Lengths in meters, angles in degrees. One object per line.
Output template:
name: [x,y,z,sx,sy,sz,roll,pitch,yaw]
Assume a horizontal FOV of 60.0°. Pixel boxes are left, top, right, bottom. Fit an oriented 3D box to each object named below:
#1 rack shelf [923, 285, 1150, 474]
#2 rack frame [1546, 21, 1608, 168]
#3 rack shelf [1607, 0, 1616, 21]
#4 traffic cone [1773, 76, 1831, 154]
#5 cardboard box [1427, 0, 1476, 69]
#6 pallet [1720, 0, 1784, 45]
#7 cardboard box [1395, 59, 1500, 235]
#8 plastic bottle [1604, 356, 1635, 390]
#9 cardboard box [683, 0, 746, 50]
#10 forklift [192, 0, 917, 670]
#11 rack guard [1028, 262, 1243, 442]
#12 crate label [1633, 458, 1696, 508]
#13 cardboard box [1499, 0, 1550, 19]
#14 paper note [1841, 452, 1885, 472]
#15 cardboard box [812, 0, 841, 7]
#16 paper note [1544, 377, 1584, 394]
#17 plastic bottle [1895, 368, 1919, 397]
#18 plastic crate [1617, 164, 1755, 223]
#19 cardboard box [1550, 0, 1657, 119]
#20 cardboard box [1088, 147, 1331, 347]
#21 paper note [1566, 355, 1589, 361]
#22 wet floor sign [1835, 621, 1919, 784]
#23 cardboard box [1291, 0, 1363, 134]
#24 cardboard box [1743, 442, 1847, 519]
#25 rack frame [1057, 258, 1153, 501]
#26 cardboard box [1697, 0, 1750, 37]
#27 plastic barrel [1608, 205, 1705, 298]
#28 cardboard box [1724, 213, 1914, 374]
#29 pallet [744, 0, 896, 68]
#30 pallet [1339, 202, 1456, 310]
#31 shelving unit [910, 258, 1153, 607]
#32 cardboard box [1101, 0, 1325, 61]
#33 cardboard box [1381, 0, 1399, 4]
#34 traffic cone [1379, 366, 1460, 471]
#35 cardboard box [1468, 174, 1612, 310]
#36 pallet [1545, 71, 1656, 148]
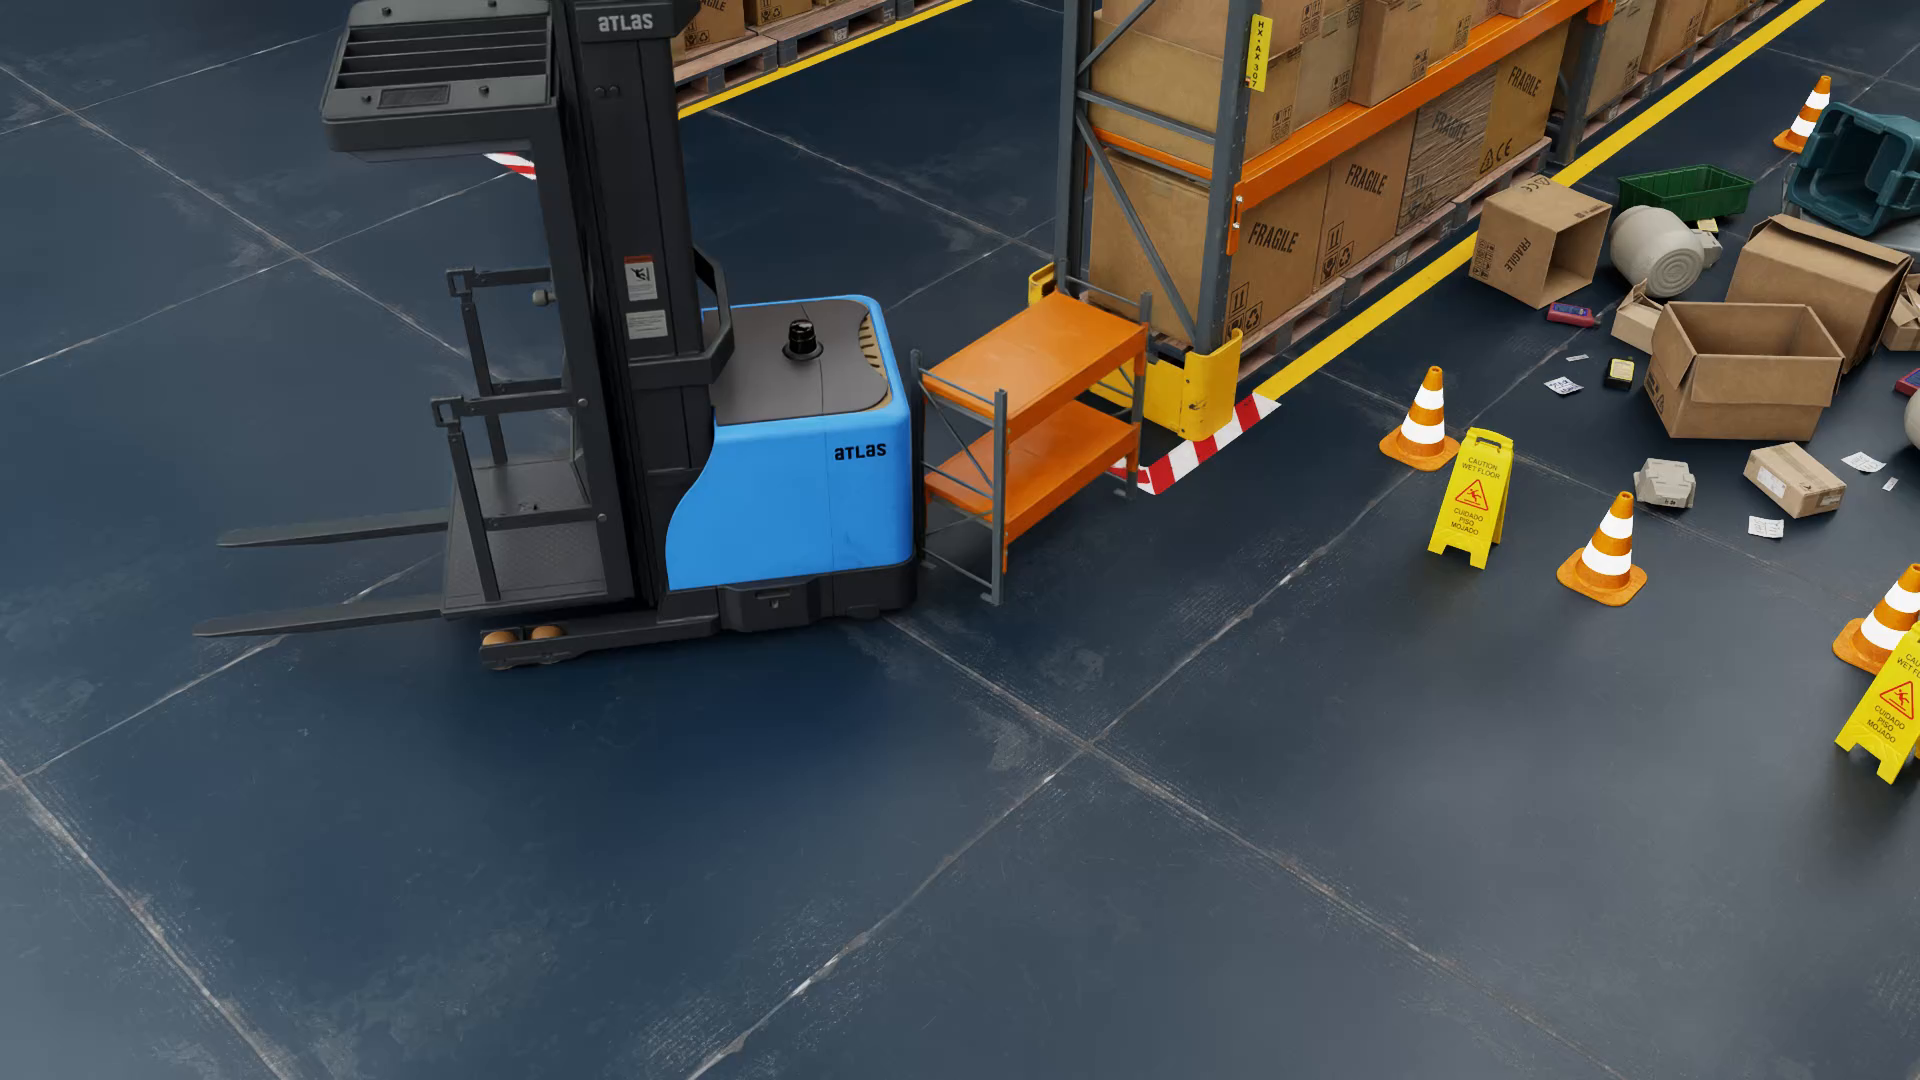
rack shelf: [0.319,-0.722,7.284,0.538,0.278,1.000,28,46,30]
rack frame: [3.594,-3.826,10.151,1.000,3.000,0.127,30,47,32]
rack shelf: [4.944,-4.463,11.530,1.077,0.370,4.000,30,47,32]
traffic cone: [5.614,-2.815,10.918,0.336,0.463,0.334,30,47,32]
cardboard box: [2.265,-2.963,8.946,0.875,0.550,0.500,30,47,32]
pallet: [5.705,-4.241,12.914,1.003,0.211,1.213,30,47,32]
cardboard box: [2.513,-2.483,9.832,0.875,0.875,0.875,30,47,32]
plastic bottle: [3.507,-0.899,8.831,0.133,0.061,0.283,14,41,17]
cardboard box: [-1.886,-3.872,11.880,0.500,0.500,0.500,-22,43,-25]
forklift: [-1.756,-0.954,6.595,3.031,2.935,1.130,-7,39,-8]
rack guard: [0.880,-0.998,8.604,1.175,0.500,0.348,30,47,32]
crate label: [3.392,-0.272,7.982,0.250,0.136,0.298,8,39,10]
cardboard box: [3.000,-3.448,9.555,0.875,0.550,0.550,30,47,32]
paper note: [4.470,-0.387,8.221,0.142,0.019,0.148,-18,42,-21]
cardboard box: [-1.040,-4.389,12.531,0.500,0.500,0.500,25,45,28]
paper note: [3.179,-0.813,8.750,0.142,0.017,0.144,-18,42,-21]
plastic bottle: [5.061,-0.838,8.755,0.283,0.061,0.133,-26,45,-29]
plastic crate: [4.444,-2.117,10.216,0.662,0.188,0.450,-11,30,-14]
cardboard box: [3.947,-3.432,11.127,1.050,0.750,0.750,29,47,32]
cardboard box: [1.304,-1.660,8.797,0.875,0.875,0.875,30,47,32]
paper note: [3.334,-0.983,8.979,0.123,0.001,0.032,-11,40,-14]
wet floor sign: [3.700,0.604,6.472,0.232,0.644,0.267,-18,42,-21]
cardboard box: [1.468,-2.498,8.361,0.875,0.550,0.550,30,47,32]
cardboard box: [4.011,-0.290,7.995,0.250,0.149,0.380,-11,40,-14]
rack frame: [0.646,-0.735,7.771,0.500,1.125,0.032,28,46,30]
cardboard box: [5.228,-4.302,12.220,1.050,0.750,0.750,30,48,32]
plastic barrel: [3.961,-1.652,9.487,0.421,0.421,0.512,-5,39,-6]
cardboard box: [4.559,-1.335,8.915,0.797,0.637,0.503,30,47,32]
pallet: [-1.249,-3.977,12.581,1.003,0.211,1.213,30,47,32]
pallet: [2.201,-1.854,9.913,1.003,0.211,1.213,30,47,32]
shelving unit: [0.319,-0.493,7.467,0.538,1.125,1.048,28,46,30]
cardboard box: [1.175,-2.623,7.651,0.875,0.550,0.550,30,47,32]
cardboard box: [1.956,-3.115,8.269,0.875,0.550,0.550,30,47,32]
traffic cone: [2.302,-0.643,8.186,0.336,0.463,0.334,30,47,32]
cardboard box: [3.305,-1.704,9.489,0.500,0.500,0.500,-26,45,-29]
pallet: [4.059,-3.120,11.504,1.003,0.211,1.213,30,47,32]
